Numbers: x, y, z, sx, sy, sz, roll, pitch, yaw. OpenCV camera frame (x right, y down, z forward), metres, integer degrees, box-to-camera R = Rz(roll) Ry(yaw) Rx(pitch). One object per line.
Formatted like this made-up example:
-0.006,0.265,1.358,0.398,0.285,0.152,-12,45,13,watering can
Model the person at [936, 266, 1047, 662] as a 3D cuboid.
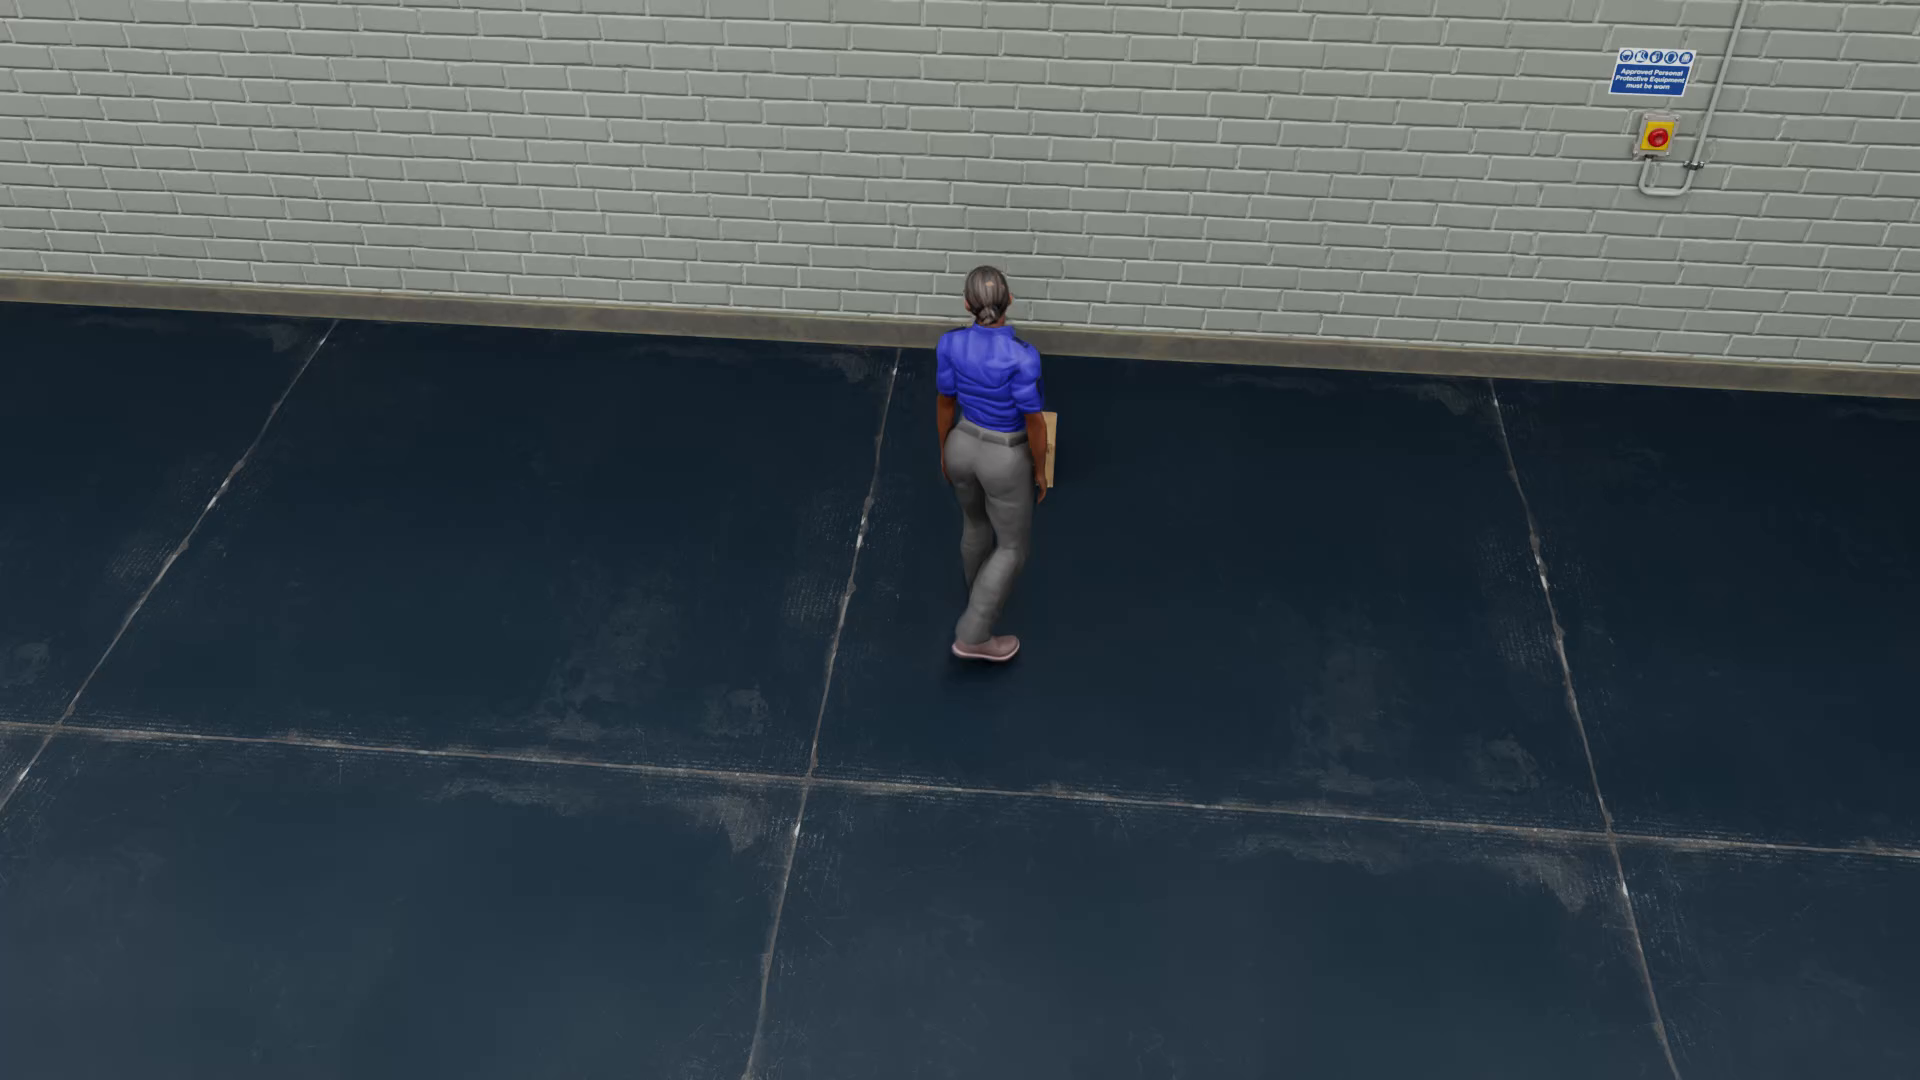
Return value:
0.095,-0.274,6.475,0.479,1.652,0.656,21,45,23,person
